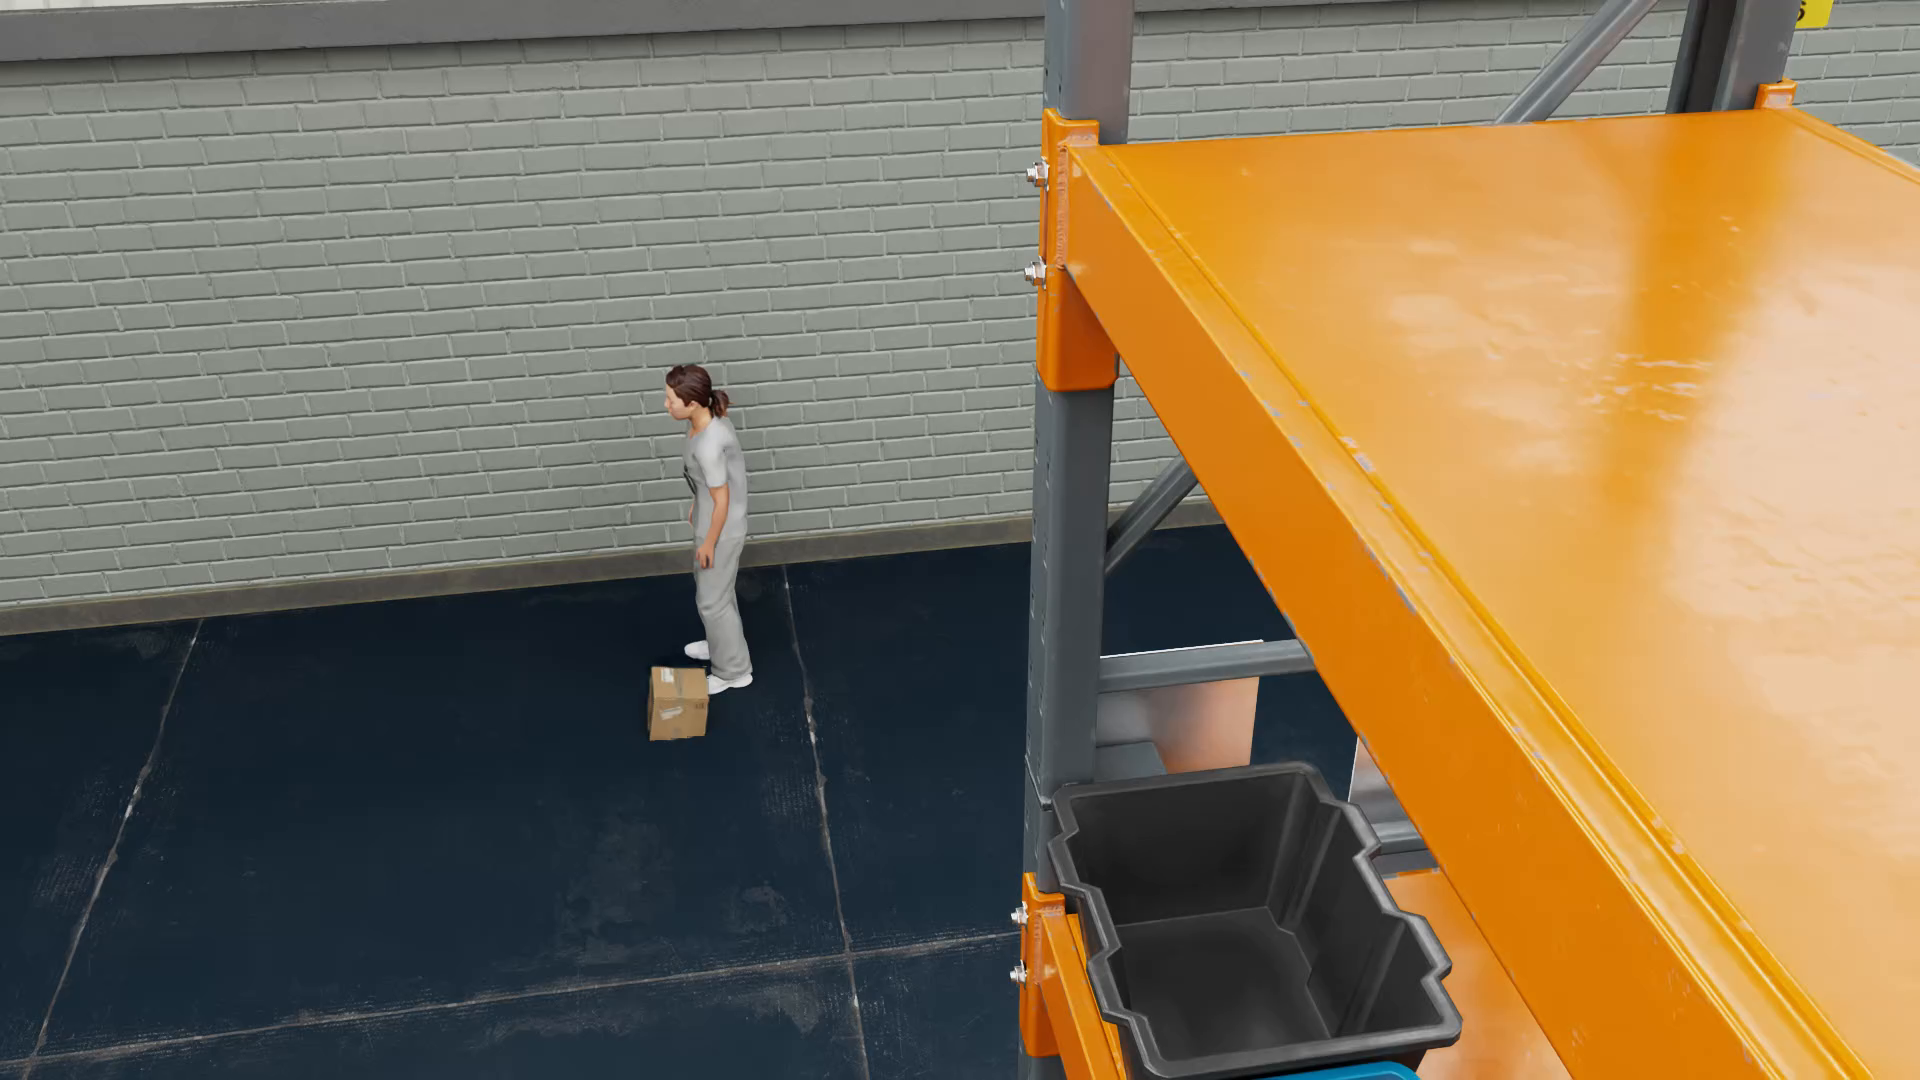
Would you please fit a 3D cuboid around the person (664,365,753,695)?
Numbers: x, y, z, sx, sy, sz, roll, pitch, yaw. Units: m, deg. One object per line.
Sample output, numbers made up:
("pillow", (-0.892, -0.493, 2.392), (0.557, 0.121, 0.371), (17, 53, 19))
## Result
("person", (-1.156, -0.059, 7.733), (0.356, 1.673, 0.487), (-6, 31, -11))
